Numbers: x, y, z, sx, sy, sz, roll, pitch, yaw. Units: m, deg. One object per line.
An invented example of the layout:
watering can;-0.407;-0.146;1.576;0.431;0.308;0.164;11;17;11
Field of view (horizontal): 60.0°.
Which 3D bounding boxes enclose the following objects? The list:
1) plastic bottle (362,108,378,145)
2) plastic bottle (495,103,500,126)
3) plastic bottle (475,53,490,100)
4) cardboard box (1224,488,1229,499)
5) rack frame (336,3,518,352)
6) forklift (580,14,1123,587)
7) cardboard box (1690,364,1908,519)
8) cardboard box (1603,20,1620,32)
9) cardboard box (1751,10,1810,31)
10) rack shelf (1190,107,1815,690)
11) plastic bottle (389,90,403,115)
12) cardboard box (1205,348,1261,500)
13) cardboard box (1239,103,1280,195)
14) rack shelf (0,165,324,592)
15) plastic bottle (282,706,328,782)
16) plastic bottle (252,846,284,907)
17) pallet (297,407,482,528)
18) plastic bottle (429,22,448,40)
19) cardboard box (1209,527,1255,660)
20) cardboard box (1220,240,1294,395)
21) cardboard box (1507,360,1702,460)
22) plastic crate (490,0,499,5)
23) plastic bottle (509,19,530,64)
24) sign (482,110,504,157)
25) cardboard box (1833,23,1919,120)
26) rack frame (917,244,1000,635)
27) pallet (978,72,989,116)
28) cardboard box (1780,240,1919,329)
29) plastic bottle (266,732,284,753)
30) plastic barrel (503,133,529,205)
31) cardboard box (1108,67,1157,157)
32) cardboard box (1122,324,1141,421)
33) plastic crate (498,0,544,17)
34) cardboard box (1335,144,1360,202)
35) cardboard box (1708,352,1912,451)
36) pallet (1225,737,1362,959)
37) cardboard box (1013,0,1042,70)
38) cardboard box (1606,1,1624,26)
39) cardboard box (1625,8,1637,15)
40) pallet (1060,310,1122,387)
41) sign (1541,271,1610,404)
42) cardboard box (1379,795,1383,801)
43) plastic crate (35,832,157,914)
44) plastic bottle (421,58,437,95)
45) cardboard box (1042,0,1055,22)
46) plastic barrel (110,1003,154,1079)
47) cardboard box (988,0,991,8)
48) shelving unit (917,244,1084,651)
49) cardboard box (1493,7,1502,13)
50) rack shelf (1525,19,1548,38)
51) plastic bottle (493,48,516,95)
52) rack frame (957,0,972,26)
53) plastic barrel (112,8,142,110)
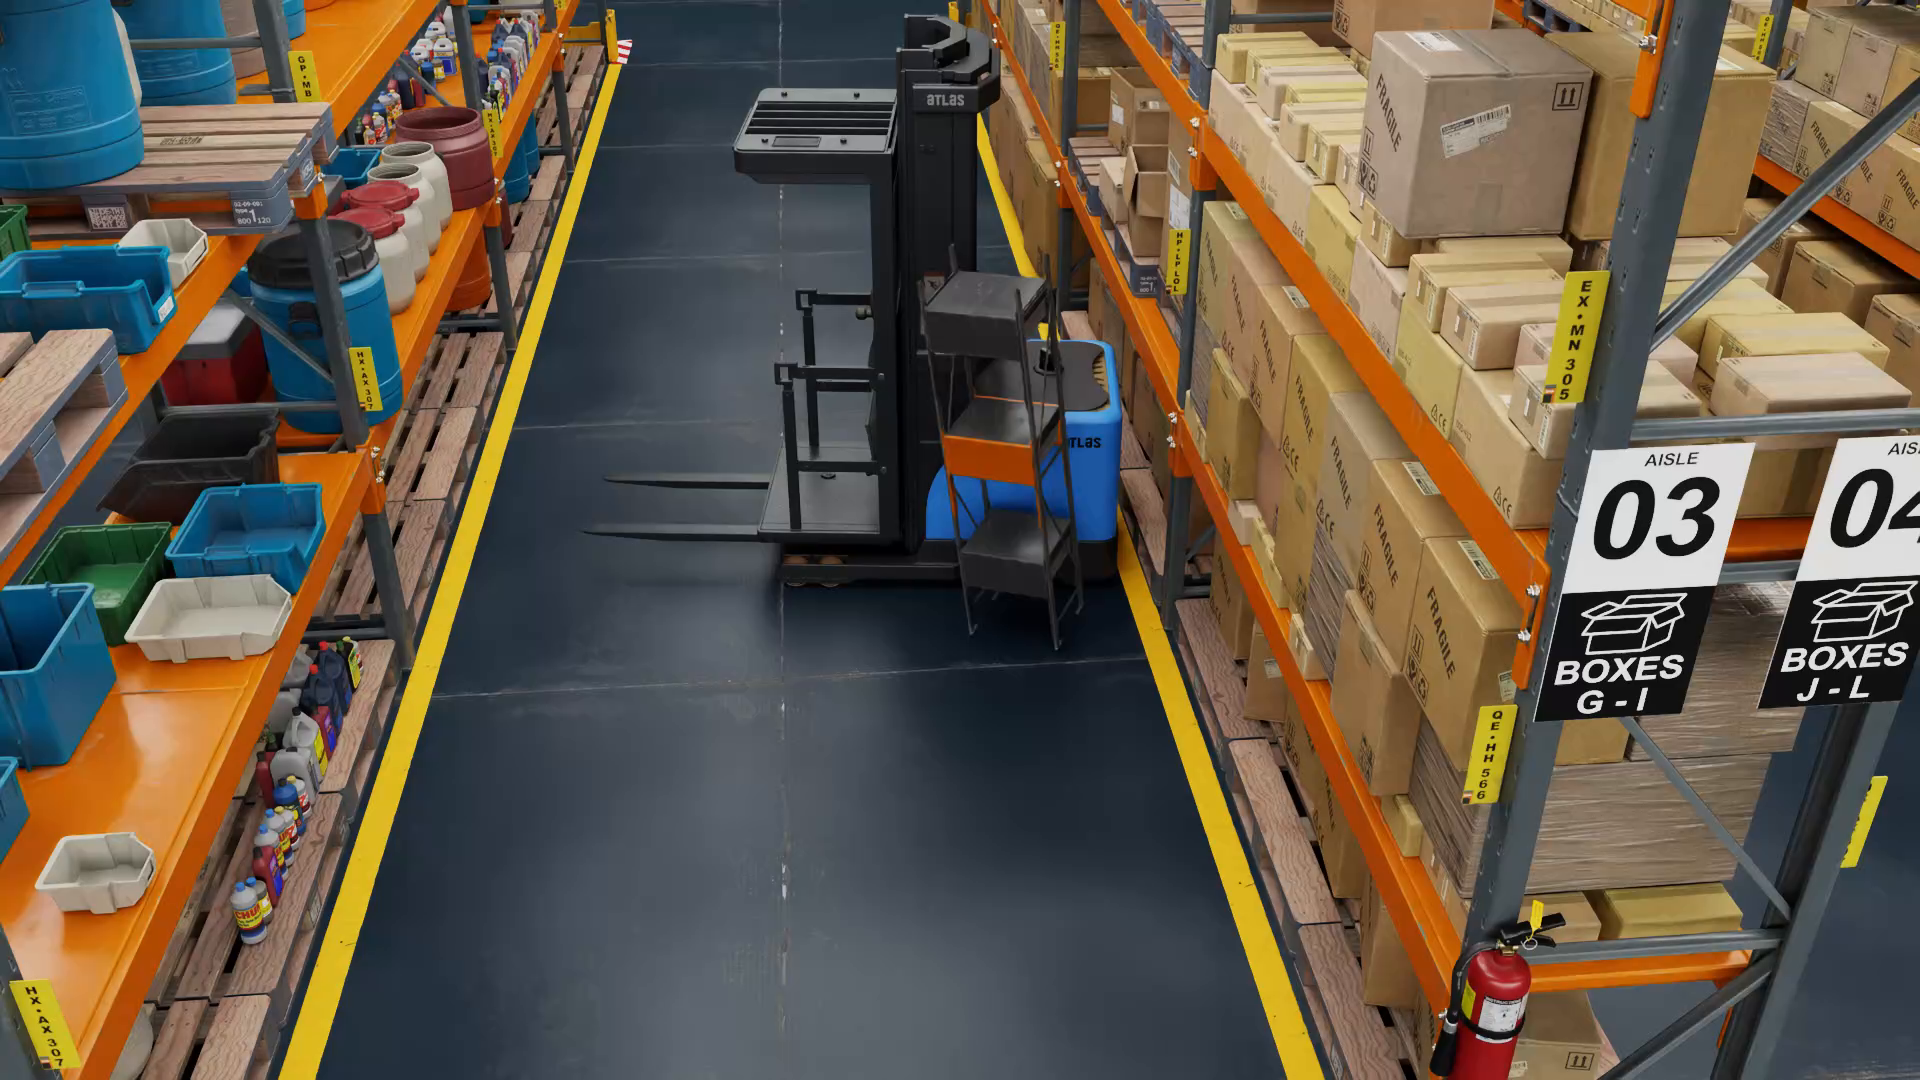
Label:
plastic bottle;-4.200;-2.911;11.812;0.061;0.283;0.133;-3;31;-5
plastic bottle;-3.474;-3.173;12.331;0.097;0.201;0.097;0;31;0
plastic bottle;-3.714;-3.586;12.877;0.144;0.351;0.185;-3;31;-5
cardboard box;1.404;-0.238;7.469;0.380;0.149;0.250;-3;31;-5
rack frame;-3.716;-2.657;11.273;1.000;3.000;0.127;-3;31;-5
forklift;-0.626;-1.267;9.013;3.031;2.935;1.130;1;31;1
cardboard box;2.175;-0.292;4.534;0.500;0.250;0.500;-2;31;-3
cardboard box;5.516;-4.177;13.653;0.380;0.149;0.250;-4;31;-7
cardboard box;6.267;-3.916;12.636;0.380;0.149;0.250;-3;31;-5
rack shelf;1.776;-0.810;5.957;1.077;0.370;4.000;-3;31;-5
plastic bottle;-4.256;-3.283;12.515;0.097;0.201;0.097;0;31;0
cardboard box;1.581;-0.533;7.330;0.875;0.500;0.500;-3;31;-5
cardboard box;1.431;-1.564;6.664;0.500;0.250;0.500;-3;31;-5
rack shelf;-3.155;-0.573;5.560;1.077;0.370;4.000;-3;31;-5
plastic bottle;-2.947;0.911;7.453;0.144;0.351;0.185;-3;31;-5
plastic bottle;-2.830;1.348;6.788;0.061;0.283;0.133;-2;31;-4
pallet;-3.571;-0.441;10.282;1.003;0.211;1.213;-3;31;-5
plastic bottle;-4.391;-4.205;13.985;0.152;0.276;0.135;-3;31;-5
cardboard box;1.587;0.247;8.440;0.500;0.500;0.500;-4;31;-6
cardboard box;1.426;-0.955;7.061;0.500;0.500;0.500;-3;31;-5
cardboard box;1.626;-0.331;4.212;0.380;0.149;0.250;-3;31;-5
plastic crate;-4.462;-5.165;15.682;0.437;0.125;0.590;-3;31;-5
plastic bottle;-3.661;-4.130;13.787;0.144;0.351;0.185;-3;31;-5
sign;-3.169;-2.757;11.281;0.100;0.325;0.005;-3;31;-5
cardboard box;6.244;-3.065;10.883;0.700;0.500;0.500;-3;31;-5
rack frame;0.013;-0.455;8.428;0.015;2.100;0.400;9;39;23
pallet;0.732;-4.756;17.506;1.003;0.211;1.213;-3;31;-5
cardboard box;6.216;-1.533;11.176;1.050;0.750;0.750;-2;31;-4
plastic bottle;-3.046;0.958;7.440;0.061;0.283;0.133;-3;31;-5
plastic barrel;-3.989;-3.339;14.051;0.600;0.901;0.708;-3;31;-5
cardboard box;1.306;-2.844;11.079;0.500;0.500;0.500;-6;31;-11
cardboard box;1.422;-1.097;10.670;0.700;0.500;0.500;0;31;0
plastic crate;-3.991;-4.856;15.154;0.396;0.136;0.243;-3;31;-5
cardboard box;1.530;-1.272;5.787;0.380;0.149;0.250;-2;31;-3
cardboard box;2.167;-0.356;4.253;0.380;0.149;0.250;-3;31;-5
pallet;1.804;1.311;7.350;1.003;0.211;1.213;-3;31;-5
cardboard box;0.730;-4.220;13.793;0.500;0.500;0.500;-3;31;-6
cardboard box;5.517;-4.301;13.571;0.380;0.149;0.250;-3;31;-6
cardboard box;5.542;-4.297;13.274;0.380;0.149;0.250;-1;31;-2
pallet;1.287;-1.298;11.717;1.003;0.211;1.213;-3;31;-5
sign;1.409;-0.461;3.809;0.100;0.325;0.005;-3;31;-5
cardboard box;1.625;0.781;5.762;0.380;0.149;0.250;-3;31;-5
plastic crate;-2.732;1.068;5.293;0.298;0.136;0.250;-3;31;-5
plastic bottle;-4.172;-3.645;13.053;0.097;0.271;0.097;0;31;0
cardboard box;1.036;-4.417;13.144;0.797;0.503;0.637;-2;31;-3
plastic barrel;-3.153;1.727;5.950;0.421;0.512;0.421;0;31;0
cardboard box;0.463;-5.100;15.609;0.380;0.149;0.250;-2;31;-4
shelving unit;0.235;-0.420;8.332;0.503;2.100;0.431;9;39;23
cardboard box;5.796;-5.726;18.202;0.380;0.149;0.250;-4;31;-7
rack shelf;5.976;-3.793;13.876;1.077;0.370;4.000;-3;31;-5
plastic bottle;-3.575;-3.662;13.004;0.144;0.351;0.185;-3;31;-5
rack frame;0.468;-6.979;18.508;1.000;3.000;0.127;-3;31;-5
plastic barrel;-3.497;-1.902;6.565;0.421;0.512;0.421;0;31;0
